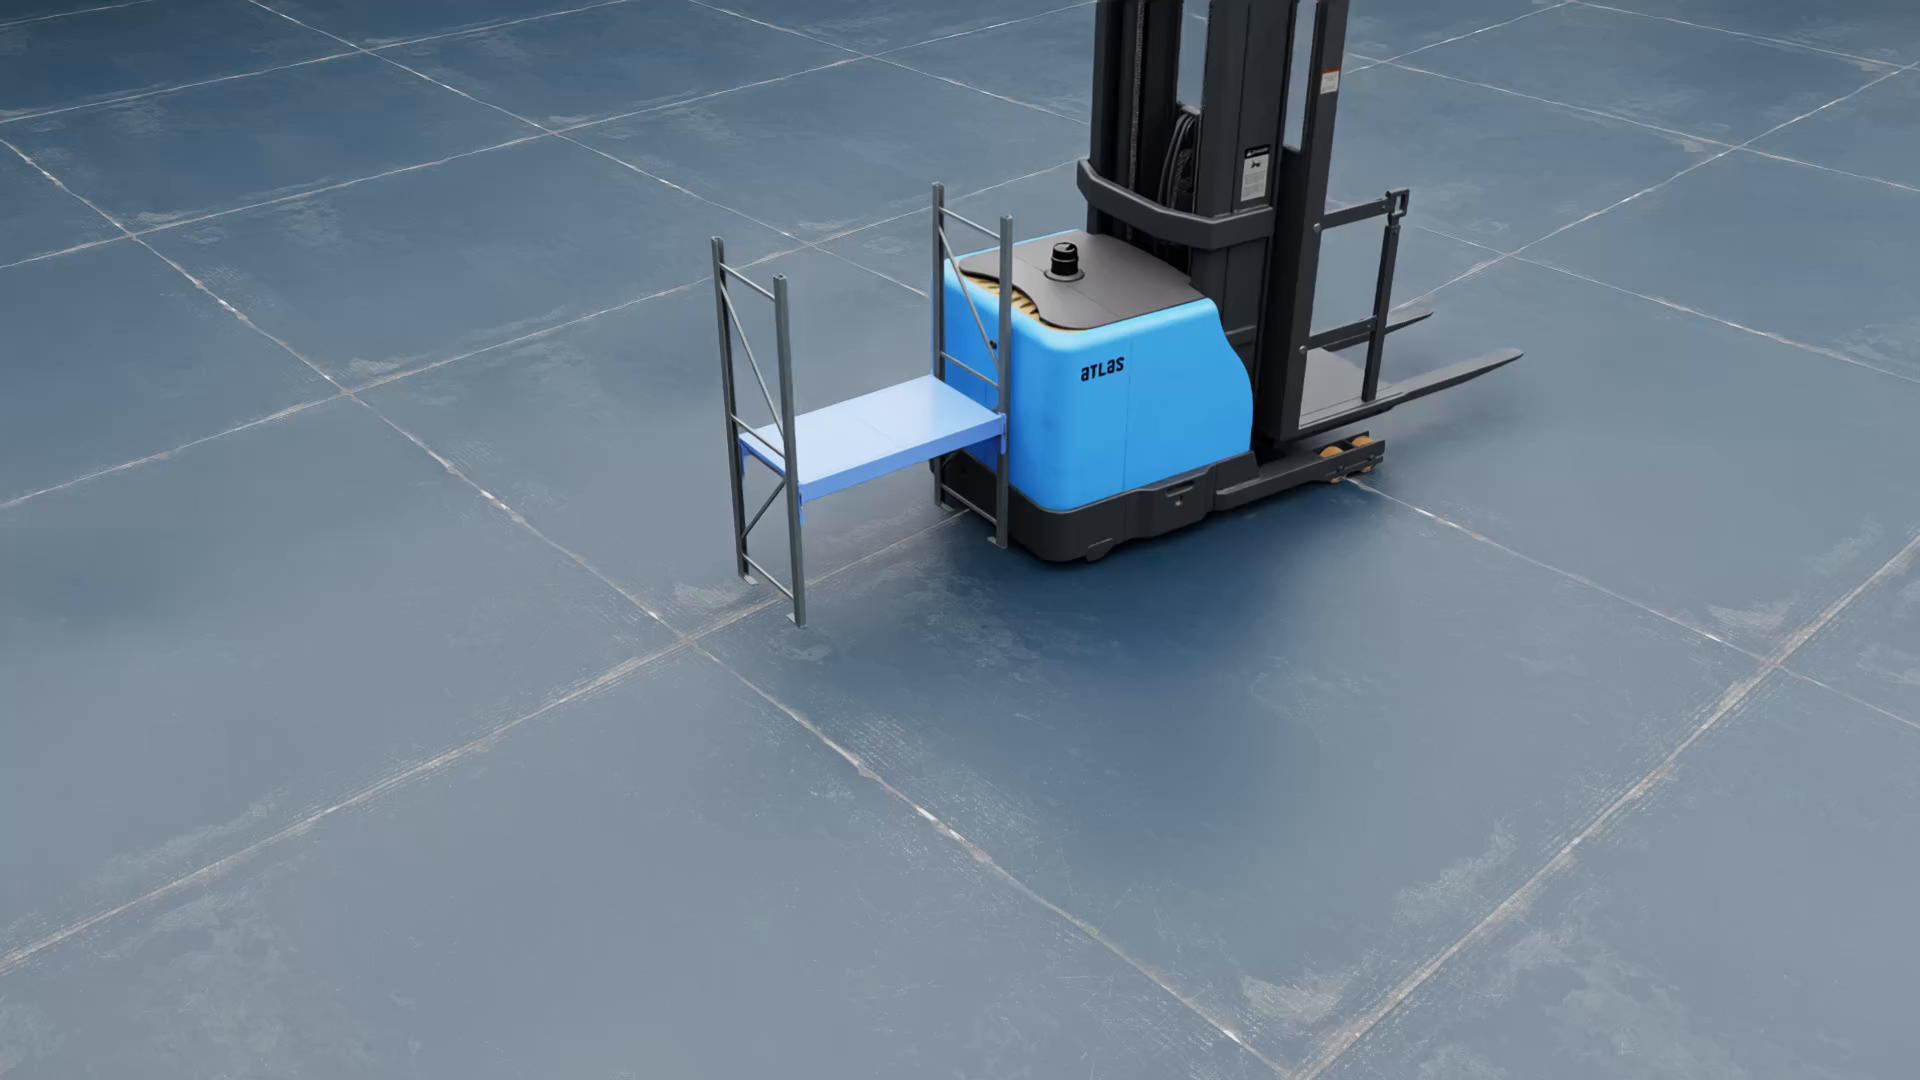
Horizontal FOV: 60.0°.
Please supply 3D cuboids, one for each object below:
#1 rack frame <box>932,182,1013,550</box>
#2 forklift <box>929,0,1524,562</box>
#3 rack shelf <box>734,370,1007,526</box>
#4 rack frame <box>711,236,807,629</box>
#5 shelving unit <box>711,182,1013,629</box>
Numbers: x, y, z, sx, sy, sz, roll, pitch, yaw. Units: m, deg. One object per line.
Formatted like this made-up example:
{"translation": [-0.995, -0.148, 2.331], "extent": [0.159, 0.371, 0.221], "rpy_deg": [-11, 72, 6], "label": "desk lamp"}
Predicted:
{"translation": [0.046, -0.705, 6.965], "extent": [0.032, 1.500, 0.500], "rpy_deg": [-21, 37, -30], "label": "rack frame"}
{"translation": [1.380, -1.728, 7.266], "extent": [3.031, 2.935, 1.130], "rpy_deg": [-18, 36, -27], "label": "forklift"}
{"translation": [-0.364, -0.395, 6.803], "extent": [1.000, 0.185, 0.538], "rpy_deg": [-21, 37, -30], "label": "rack shelf"}
{"translation": [-0.775, -0.391, 6.453], "extent": [0.032, 1.500, 0.500], "rpy_deg": [-21, 37, -30], "label": "rack frame"}
{"translation": [-0.364, -0.548, 6.709], "extent": [1.048, 1.500, 0.538], "rpy_deg": [-21, 37, -30], "label": "shelving unit"}
